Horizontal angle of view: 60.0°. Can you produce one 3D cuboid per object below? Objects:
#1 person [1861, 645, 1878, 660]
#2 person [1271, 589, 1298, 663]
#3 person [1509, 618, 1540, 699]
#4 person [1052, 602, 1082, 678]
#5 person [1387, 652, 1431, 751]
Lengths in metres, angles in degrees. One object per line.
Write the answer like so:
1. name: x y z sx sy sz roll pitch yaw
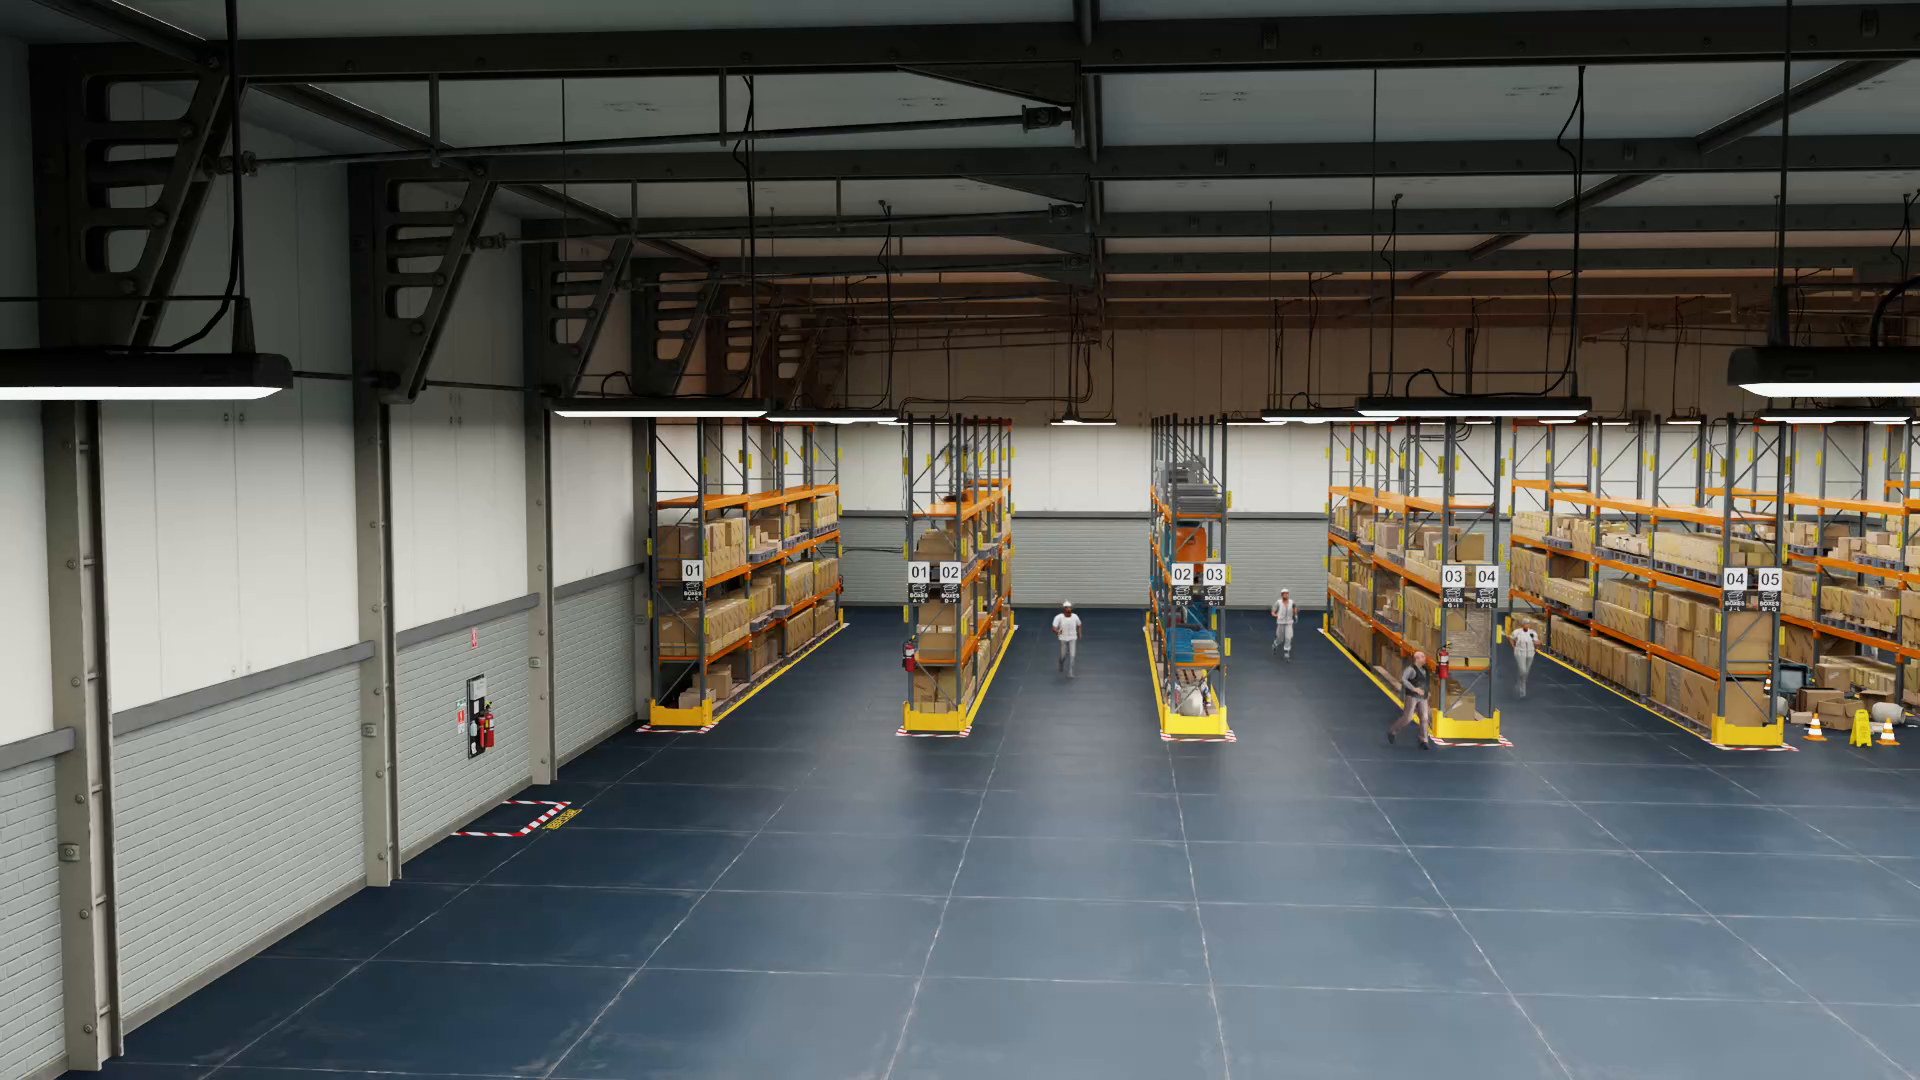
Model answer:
1. person: 22.217 2.108 40.725 0.658 1.833 0.761 0 4 -5
2. person: 7.988 2.082 40.950 0.667 1.786 0.956 0 4 -3
3. person: 12.063 2.524 35.496 0.573 1.737 0.757 0 4 -2
4. person: 2.477 2.285 38.278 0.714 1.733 0.791 0 4 -7
5. person: 8.210 2.865 29.799 0.733 1.689 0.923 -2 4 -29
